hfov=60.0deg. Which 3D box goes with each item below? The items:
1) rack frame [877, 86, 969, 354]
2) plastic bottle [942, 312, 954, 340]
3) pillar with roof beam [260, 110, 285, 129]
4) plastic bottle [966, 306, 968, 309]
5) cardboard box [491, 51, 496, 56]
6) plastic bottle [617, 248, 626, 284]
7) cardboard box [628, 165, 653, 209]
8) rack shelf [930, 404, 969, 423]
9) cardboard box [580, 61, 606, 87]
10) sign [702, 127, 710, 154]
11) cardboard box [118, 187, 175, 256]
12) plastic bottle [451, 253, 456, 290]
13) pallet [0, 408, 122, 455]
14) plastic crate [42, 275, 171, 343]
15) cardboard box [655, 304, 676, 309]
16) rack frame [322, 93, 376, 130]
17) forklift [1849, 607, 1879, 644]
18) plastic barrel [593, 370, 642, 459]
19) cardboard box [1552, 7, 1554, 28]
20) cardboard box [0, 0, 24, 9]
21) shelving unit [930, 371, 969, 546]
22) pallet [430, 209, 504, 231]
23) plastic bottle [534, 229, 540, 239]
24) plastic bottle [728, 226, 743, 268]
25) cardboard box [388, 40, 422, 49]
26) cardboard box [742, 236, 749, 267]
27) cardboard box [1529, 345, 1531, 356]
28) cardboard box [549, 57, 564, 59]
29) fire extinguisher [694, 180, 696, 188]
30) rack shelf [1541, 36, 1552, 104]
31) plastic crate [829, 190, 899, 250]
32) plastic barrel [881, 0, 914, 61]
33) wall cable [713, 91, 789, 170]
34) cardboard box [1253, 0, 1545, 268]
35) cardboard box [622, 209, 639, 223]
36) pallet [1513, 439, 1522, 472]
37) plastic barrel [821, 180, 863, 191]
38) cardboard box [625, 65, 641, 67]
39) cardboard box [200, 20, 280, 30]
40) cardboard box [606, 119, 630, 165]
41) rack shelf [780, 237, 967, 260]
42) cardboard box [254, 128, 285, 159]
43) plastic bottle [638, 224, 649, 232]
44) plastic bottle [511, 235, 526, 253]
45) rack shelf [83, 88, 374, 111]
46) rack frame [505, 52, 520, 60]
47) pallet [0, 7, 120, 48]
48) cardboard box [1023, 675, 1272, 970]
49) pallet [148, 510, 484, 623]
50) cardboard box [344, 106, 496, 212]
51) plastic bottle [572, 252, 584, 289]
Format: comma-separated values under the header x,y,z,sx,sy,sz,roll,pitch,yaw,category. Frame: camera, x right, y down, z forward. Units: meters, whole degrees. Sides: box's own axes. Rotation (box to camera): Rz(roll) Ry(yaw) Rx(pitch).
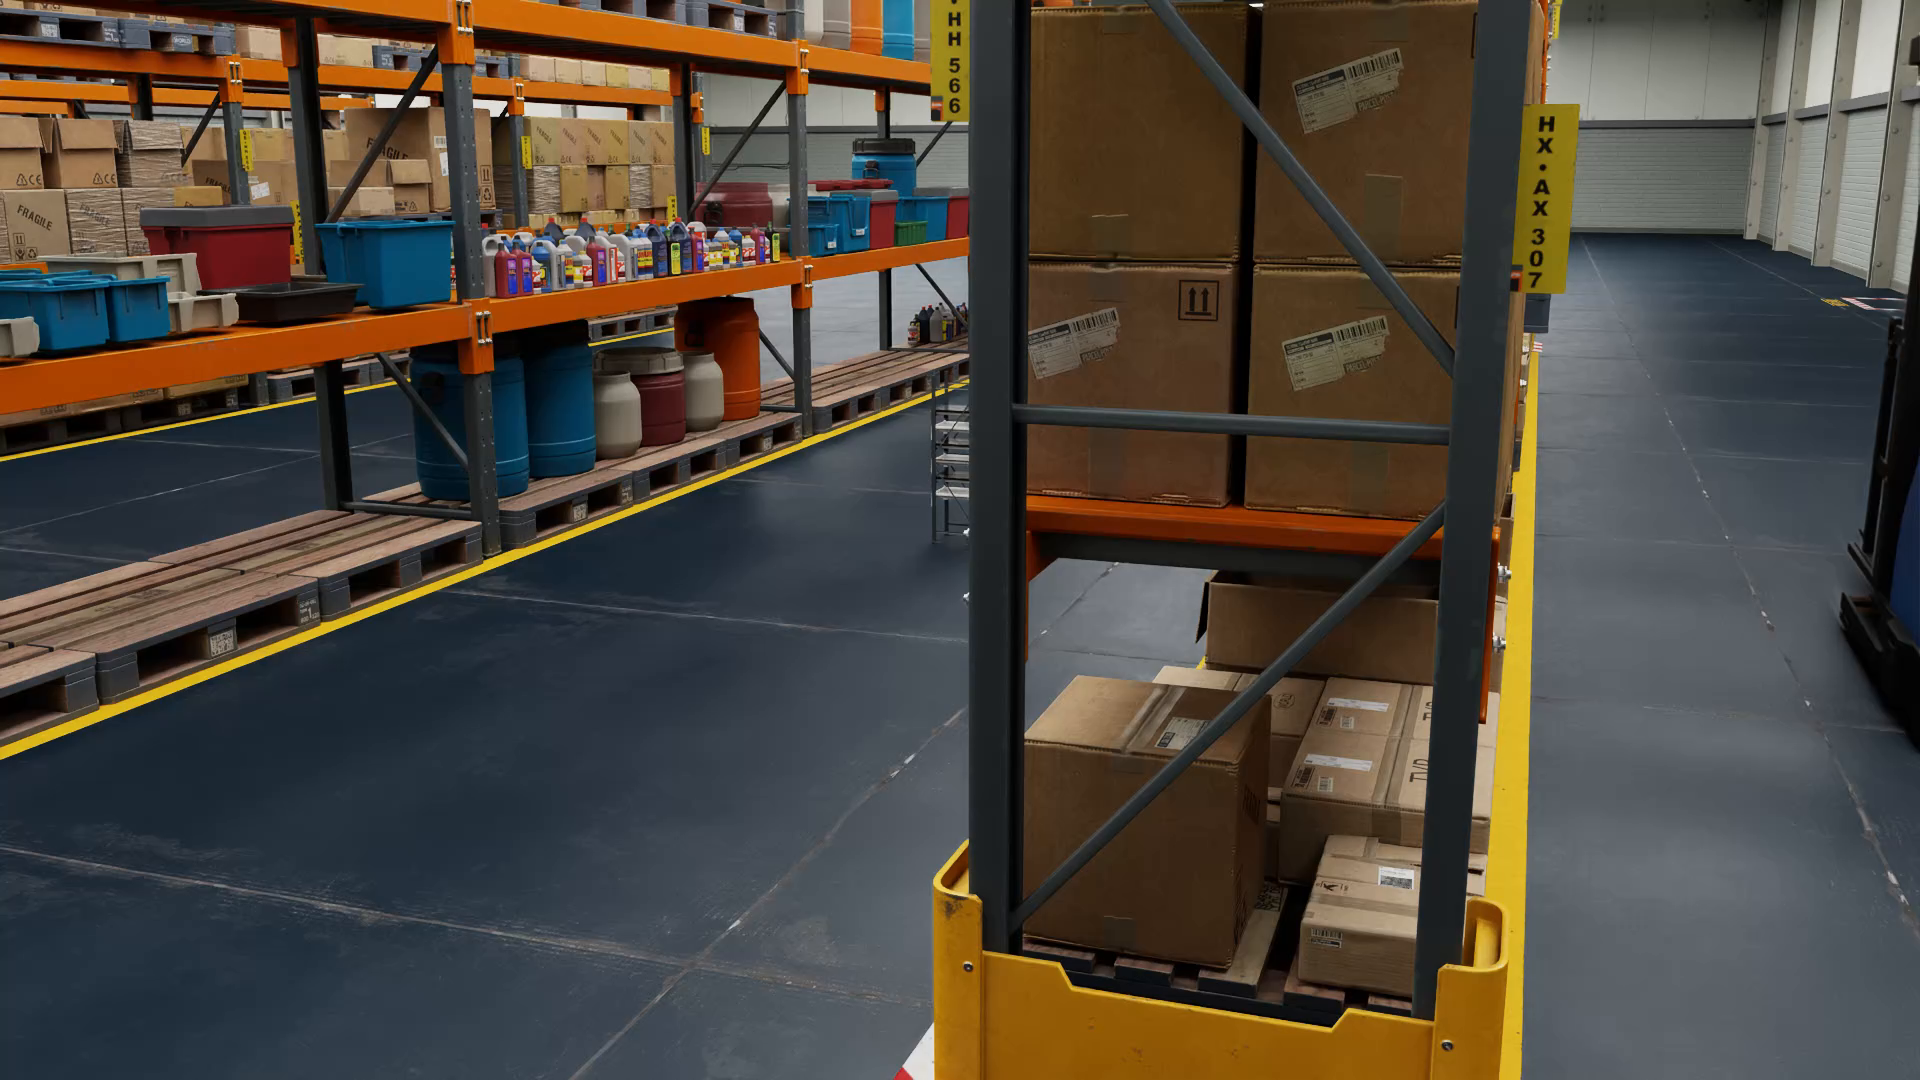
x,y,z,sx,sy,sz,roll,pitch,yaw,category
-0.294,-3.099,15.824,1.000,3.000,0.127,4,14,18,rack frame
-0.148,-2.177,16.917,0.152,0.276,0.135,4,14,18,plastic bottle
-10.883,-10.428,34.451,9.100,9.000,0.400,4,14,18,pillar with roof beam
0.119,-2.466,18.195,0.097,0.271,0.097,0,13,0,plastic bottle
-4.976,-5.178,17.634,0.380,0.149,0.250,5,14,19,cardboard box
-2.009,-1.605,9.726,0.097,0.201,0.097,0,13,0,plastic bottle
-4.141,-4.162,19.587,0.875,0.500,0.500,4,14,18,cardboard box
-0.003,-0.668,8.828,0.258,0.077,0.200,4,14,18,rack shelf
-4.255,-5.137,18.349,0.500,0.250,0.500,4,13,16,cardboard box
-3.167,-4.972,20.719,0.100,0.325,0.005,4,14,18,sign
-6.366,-2.436,12.694,0.500,0.500,0.500,4,14,18,cardboard box
-2.818,-1.496,9.247,0.097,0.201,0.097,0,13,0,plastic bottle
-6.997,-0.837,12.182,1.003,0.211,1.213,4,14,18,pallet
-3.262,-0.889,6.382,0.416,0.233,0.300,4,14,18,plastic crate
-3.904,-3.154,20.737,0.500,0.500,0.500,7,15,29,cardboard box
-8.346,-4.676,22.735,1.000,3.000,0.127,4,14,18,rack frame
5.839,-1.188,7.606,3.258,2.935,6.269,5,14,20,forklift
-2.194,-0.781,10.317,0.421,0.512,0.421,0,13,0,plastic barrel
4.805,-4.613,14.233,0.500,0.500,0.500,6,14,23,cardboard box
-6.915,-3.899,11.414,0.797,0.503,0.637,4,14,18,cardboard box
-0.003,-0.437,8.880,0.258,0.900,0.210,4,14,18,shelving unit
-5.365,-3.212,16.749,1.003,0.211,1.213,4,14,18,pallet
-2.629,-1.776,10.291,0.061,0.283,0.133,4,14,18,plastic bottle
-1.507,-1.966,11.148,0.097,0.271,0.097,0,13,0,plastic bottle
-5.530,-4.883,15.723,0.797,0.503,0.637,5,14,21,cardboard box
1.491,-1.619,12.236,5.055,1.291,3.820,5,14,20,cardboard box
4.829,-1.682,14.850,0.500,0.250,0.500,4,14,18,cardboard box
-4.453,-5.202,17.740,0.380,0.149,0.250,4,14,19,cardboard box
-3.213,-4.251,21.046,0.296,0.674,0.183,4,14,18,fire extinguisher
3.745,-3.432,12.160,1.077,0.370,4.000,4,14,18,rack shelf
-0.775,-2.606,13.521,0.402,0.464,0.583,4,14,18,plastic crate
-0.676,-4.408,13.691,0.600,0.901,0.708,4,14,18,plastic barrel
-6.928,-13.539,55.060,3.097,2.526,0.112,4,14,18,wall cable
0.903,-0.826,3.392,0.500,0.500,0.500,5,14,20,cardboard box
-3.969,-3.777,19.360,0.380,0.149,0.250,4,14,18,cardboard box
3.401,-0.710,11.626,1.003,0.211,1.213,4,14,18,pallet
-1.048,-2.825,14.319,0.433,0.535,0.433,0,13,0,plastic barrel
-3.908,-5.527,19.163,0.380,0.149,0.250,4,13,16,cardboard box
-5.879,-4.449,13.649,0.500,0.500,0.500,4,14,19,cardboard box
-4.120,-4.530,18.954,0.500,0.500,0.500,4,14,18,cardboard box
-0.941,-2.457,14.030,0.919,0.052,3.809,4,14,18,rack shelf
-8.952,-4.849,20.727,0.875,0.550,0.500,4,14,18,cardboard box
-2.183,-2.031,11.424,0.152,0.276,0.135,4,14,18,plastic bottle
-2.611,-1.664,9.829,0.097,0.271,0.097,0,13,0,plastic bottle
-8.994,-5.367,20.636,1.077,0.370,4.000,4,14,18,rack shelf
-4.980,-6.380,16.719,1.000,3.000,0.127,4,14,18,rack frame
-6.792,-3.609,11.741,1.003,0.211,1.213,5,14,21,pallet
0.452,0.657,3.997,0.500,0.500,0.500,4,14,18,cardboard box
-3.083,0.103,8.064,1.003,0.211,1.213,4,14,18,pallet
-5.370,-3.796,16.585,1.000,1.000,1.000,4,14,19,cardboard box
-2.158,-1.508,9.299,0.097,0.201,0.097,0,13,0,plastic bottle
